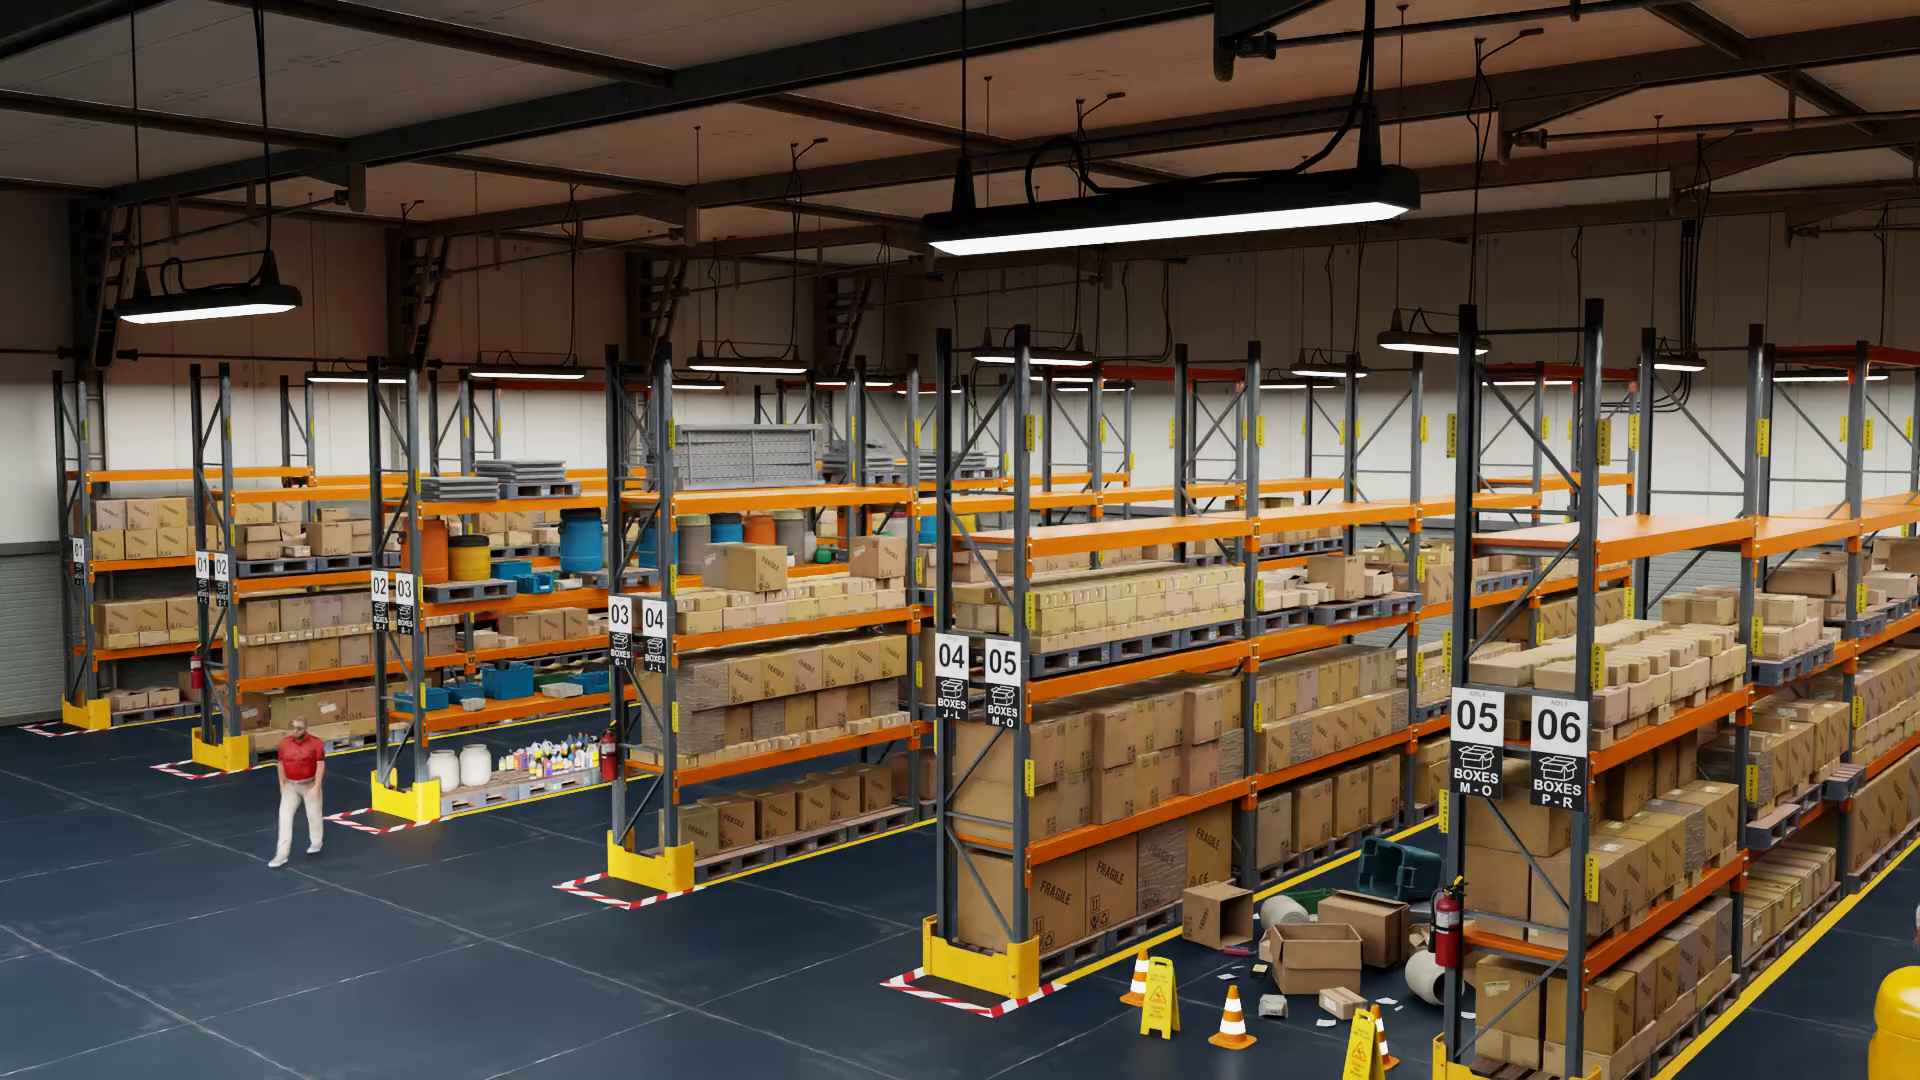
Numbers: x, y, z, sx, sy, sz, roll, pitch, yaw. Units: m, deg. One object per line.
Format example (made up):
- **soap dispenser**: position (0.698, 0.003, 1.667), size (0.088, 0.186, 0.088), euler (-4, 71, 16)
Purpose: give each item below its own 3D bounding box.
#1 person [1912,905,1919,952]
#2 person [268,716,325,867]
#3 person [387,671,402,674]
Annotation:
- **person**: position (8.255, 3.421, 13.896), size (0.475, 1.495, 0.738), euler (4, 6, 42)
- **person**: position (-7.731, 2.896, 19.464), size (0.569, 1.674, 0.988), euler (-1, 4, -11)
- **person**: position (-9.879, 2.275, 28.809), size (0.526, 1.735, 0.579), euler (3, 5, 37)
